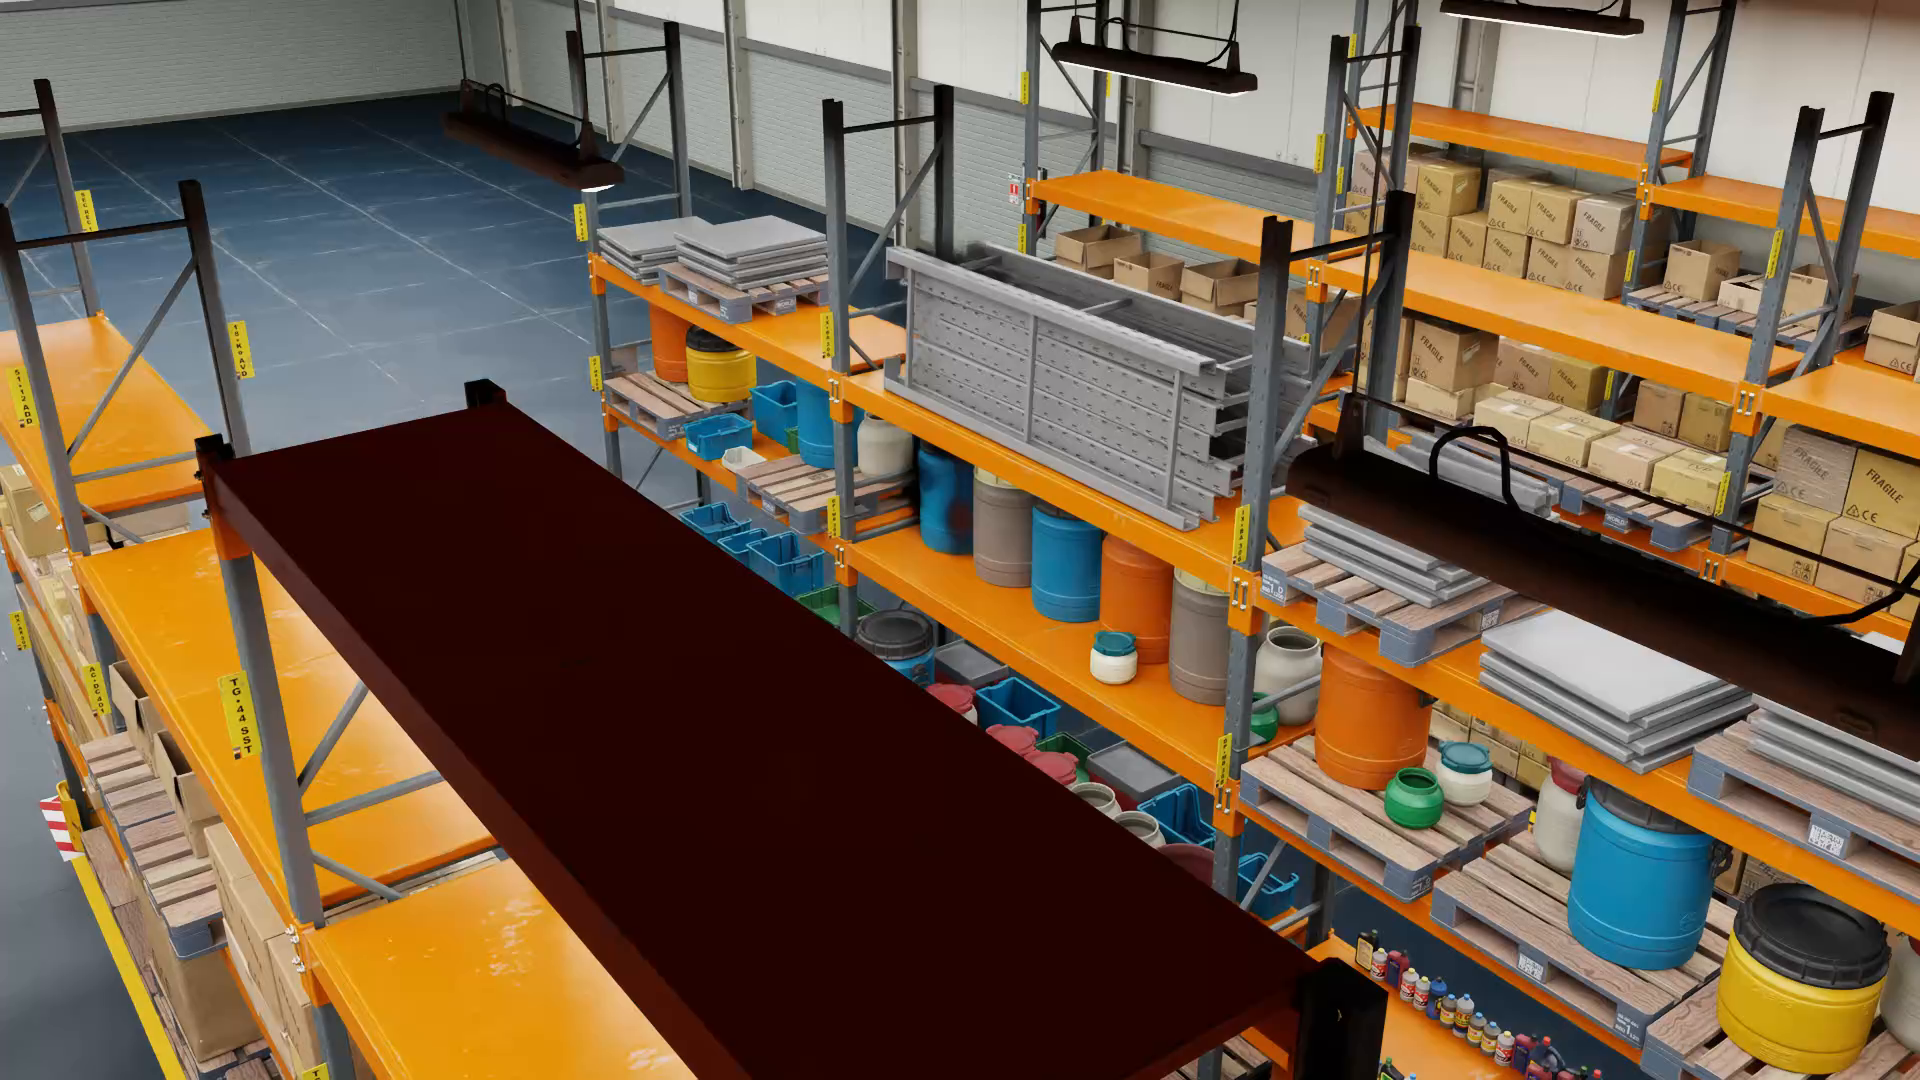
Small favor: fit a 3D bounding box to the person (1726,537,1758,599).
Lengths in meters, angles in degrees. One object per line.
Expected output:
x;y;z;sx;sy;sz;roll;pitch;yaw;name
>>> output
7.397;0.634;15.772;0.707;1.560;0.572;16;29;30;person
